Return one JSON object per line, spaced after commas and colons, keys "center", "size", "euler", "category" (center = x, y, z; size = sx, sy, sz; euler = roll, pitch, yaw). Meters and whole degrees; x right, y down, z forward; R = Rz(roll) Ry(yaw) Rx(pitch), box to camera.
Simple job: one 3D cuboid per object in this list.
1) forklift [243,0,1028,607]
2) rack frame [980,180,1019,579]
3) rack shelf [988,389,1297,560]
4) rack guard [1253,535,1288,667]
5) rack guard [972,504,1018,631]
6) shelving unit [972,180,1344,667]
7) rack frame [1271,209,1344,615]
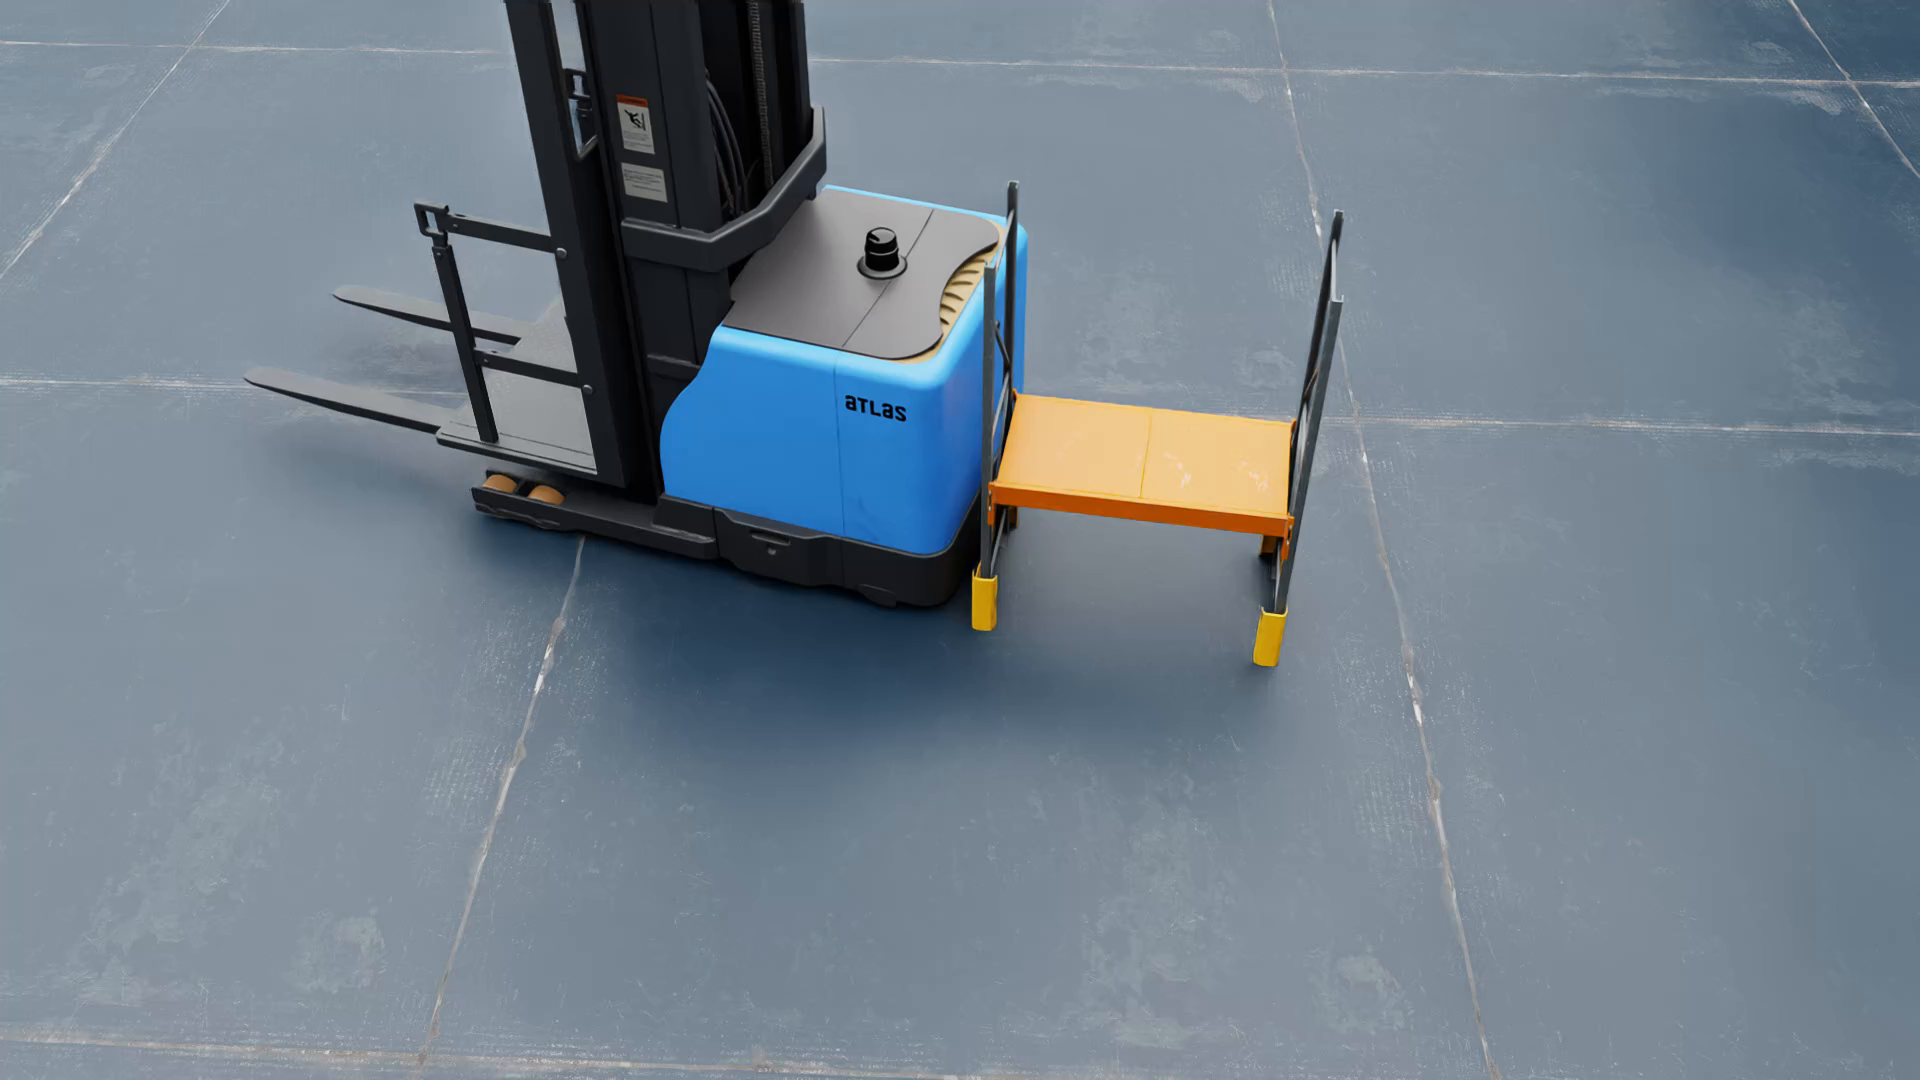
{"center": [-1.319, -1.438, 5.643], "size": [3.031, 2.935, 1.130], "euler": [13, 45, 14], "category": "forklift"}
{"center": [0.129, -0.424, 5.605], "size": [0.032, 1.500, 0.500], "euler": [7, 43, 7], "category": "rack frame"}
{"center": [0.629, -0.233, 5.664], "size": [1.000, 0.185, 0.538], "euler": [7, 43, 7], "category": "rack shelf"}
{"center": [1.111, 0.150, 5.905], "size": [0.087, 0.250, 0.587], "euler": [7, 43, 7], "category": "rack guard"}
{"center": [0.130, 0.033, 6.031], "size": [0.087, 0.250, 0.587], "euler": [7, 43, 7], "category": "rack guard"}
{"center": [0.620, -0.366, 5.542], "size": [1.083, 1.500, 0.587], "euler": [7, 43, 7], "category": "shelving unit"}
{"center": [1.130, -0.305, 5.477], "size": [0.032, 1.500, 0.500], "euler": [7, 43, 7], "category": "rack frame"}
